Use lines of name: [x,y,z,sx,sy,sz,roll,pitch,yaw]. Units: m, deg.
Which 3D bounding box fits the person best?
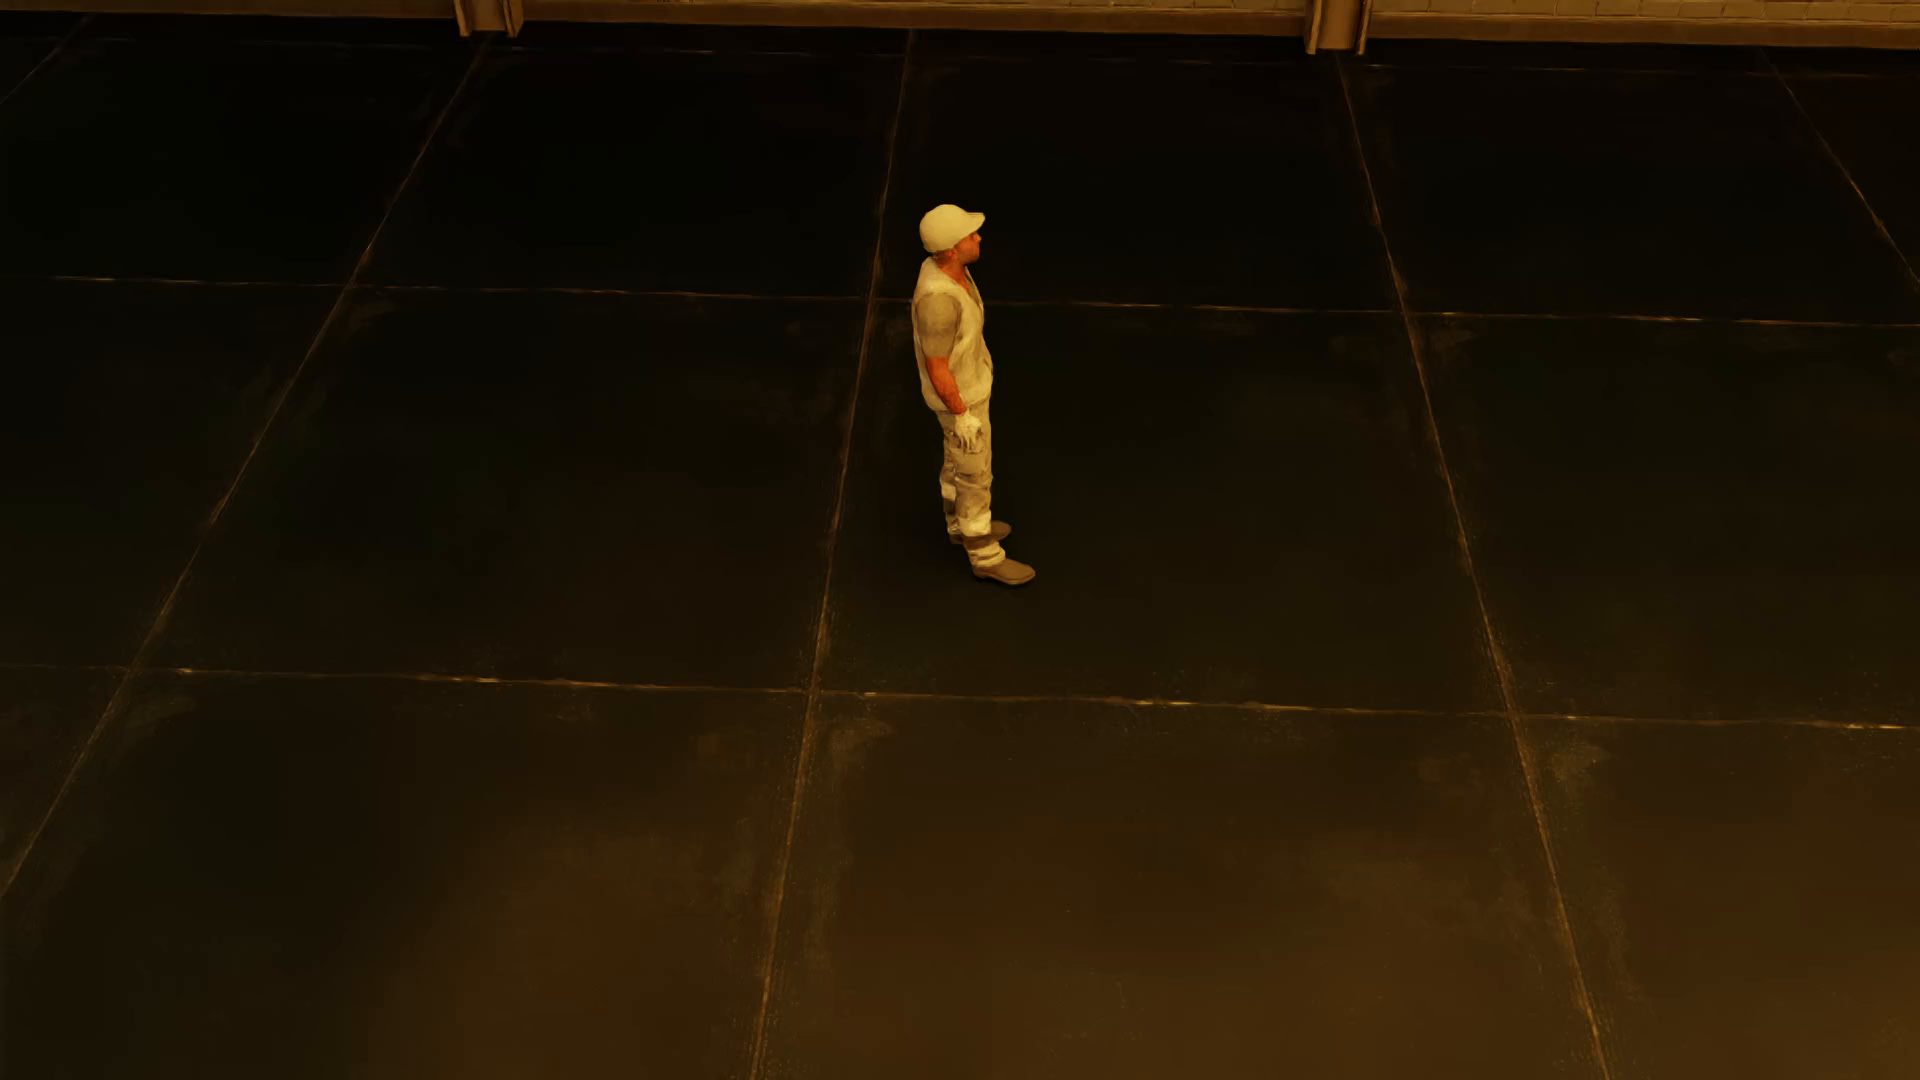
person: [0.080,-0.656,7.297,0.563,1.787,0.637,2,42,2]
